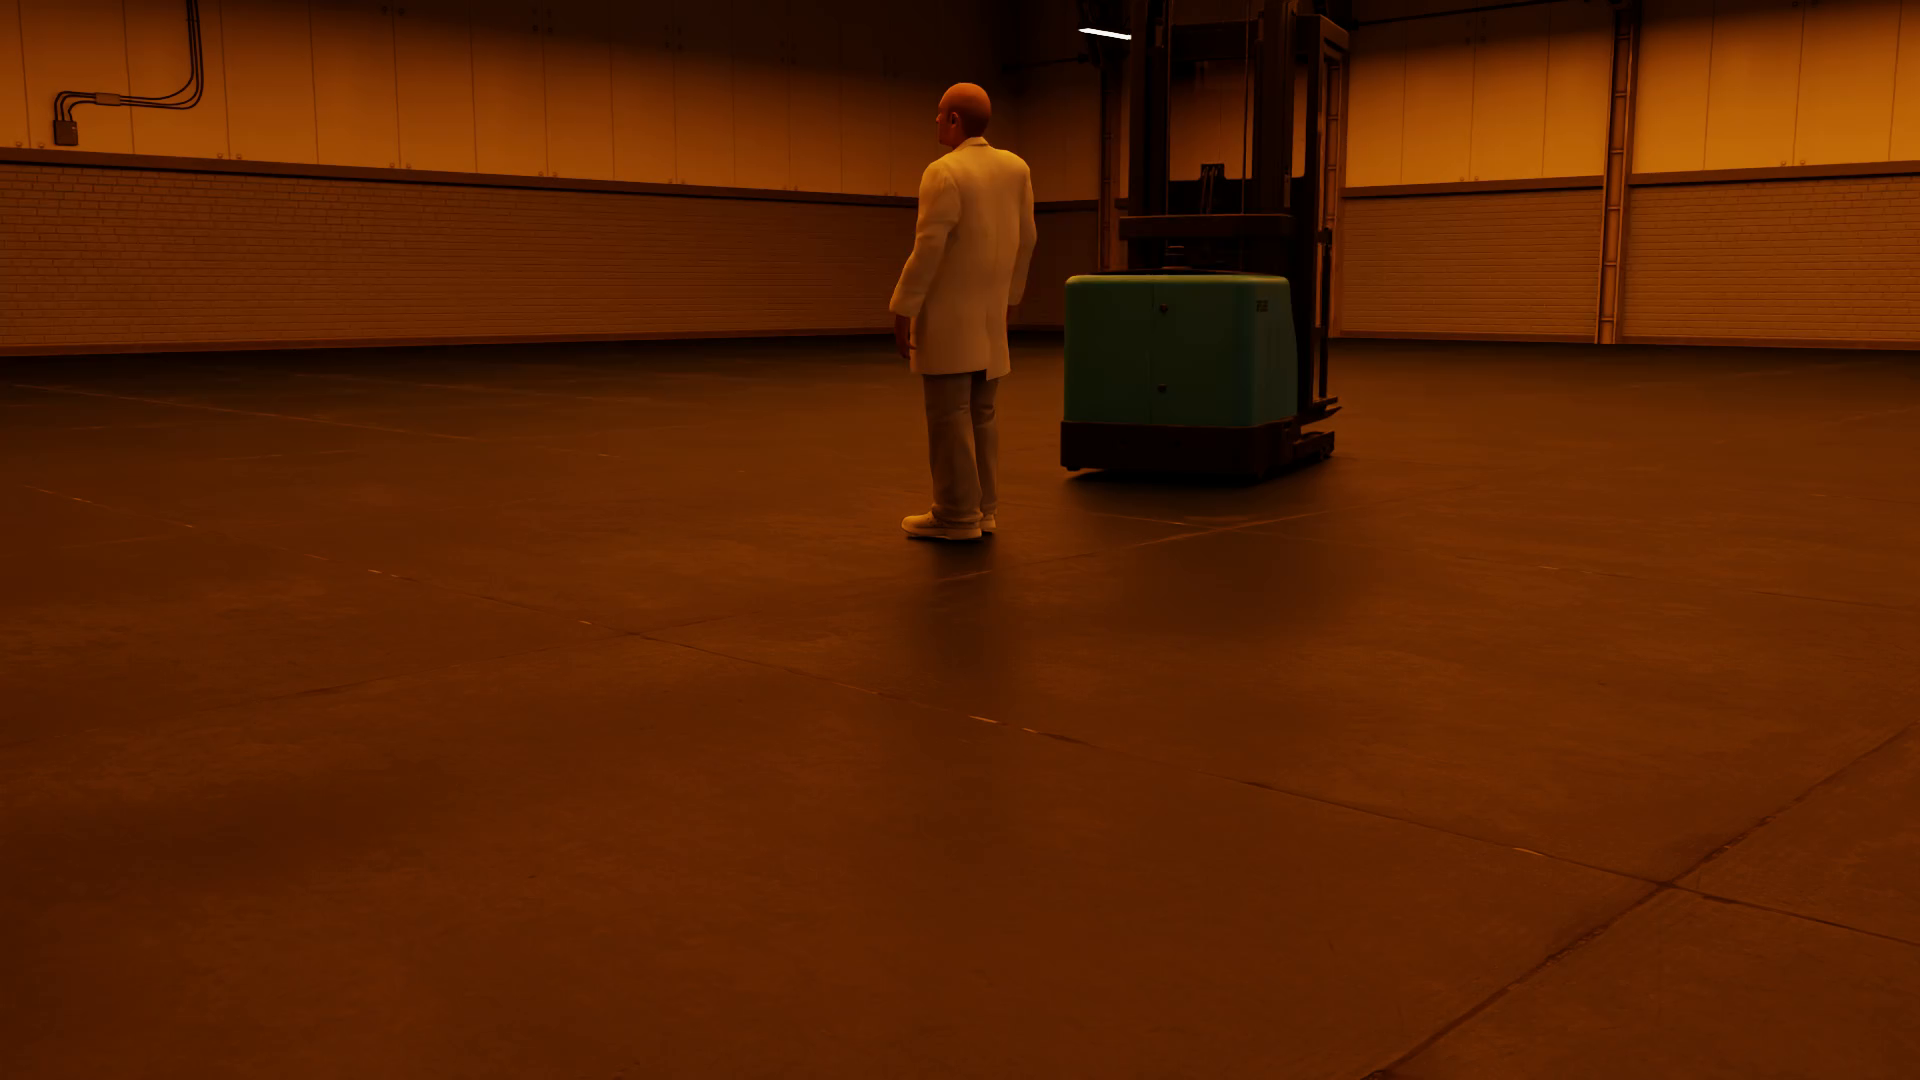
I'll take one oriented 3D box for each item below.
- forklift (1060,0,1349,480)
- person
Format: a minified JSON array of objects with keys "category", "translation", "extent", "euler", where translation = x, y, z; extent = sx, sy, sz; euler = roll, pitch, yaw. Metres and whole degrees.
[{"category":"forklift","translation":[1.612,-1.940,9.756],"extent":[1.130,2.935,3.031],"euler":[4,9,24]},{"category":"person","translation":[-0.062,-0.896,6.649],"extent":[0.581,1.776,0.696],"euler":[8,12,43]}]
